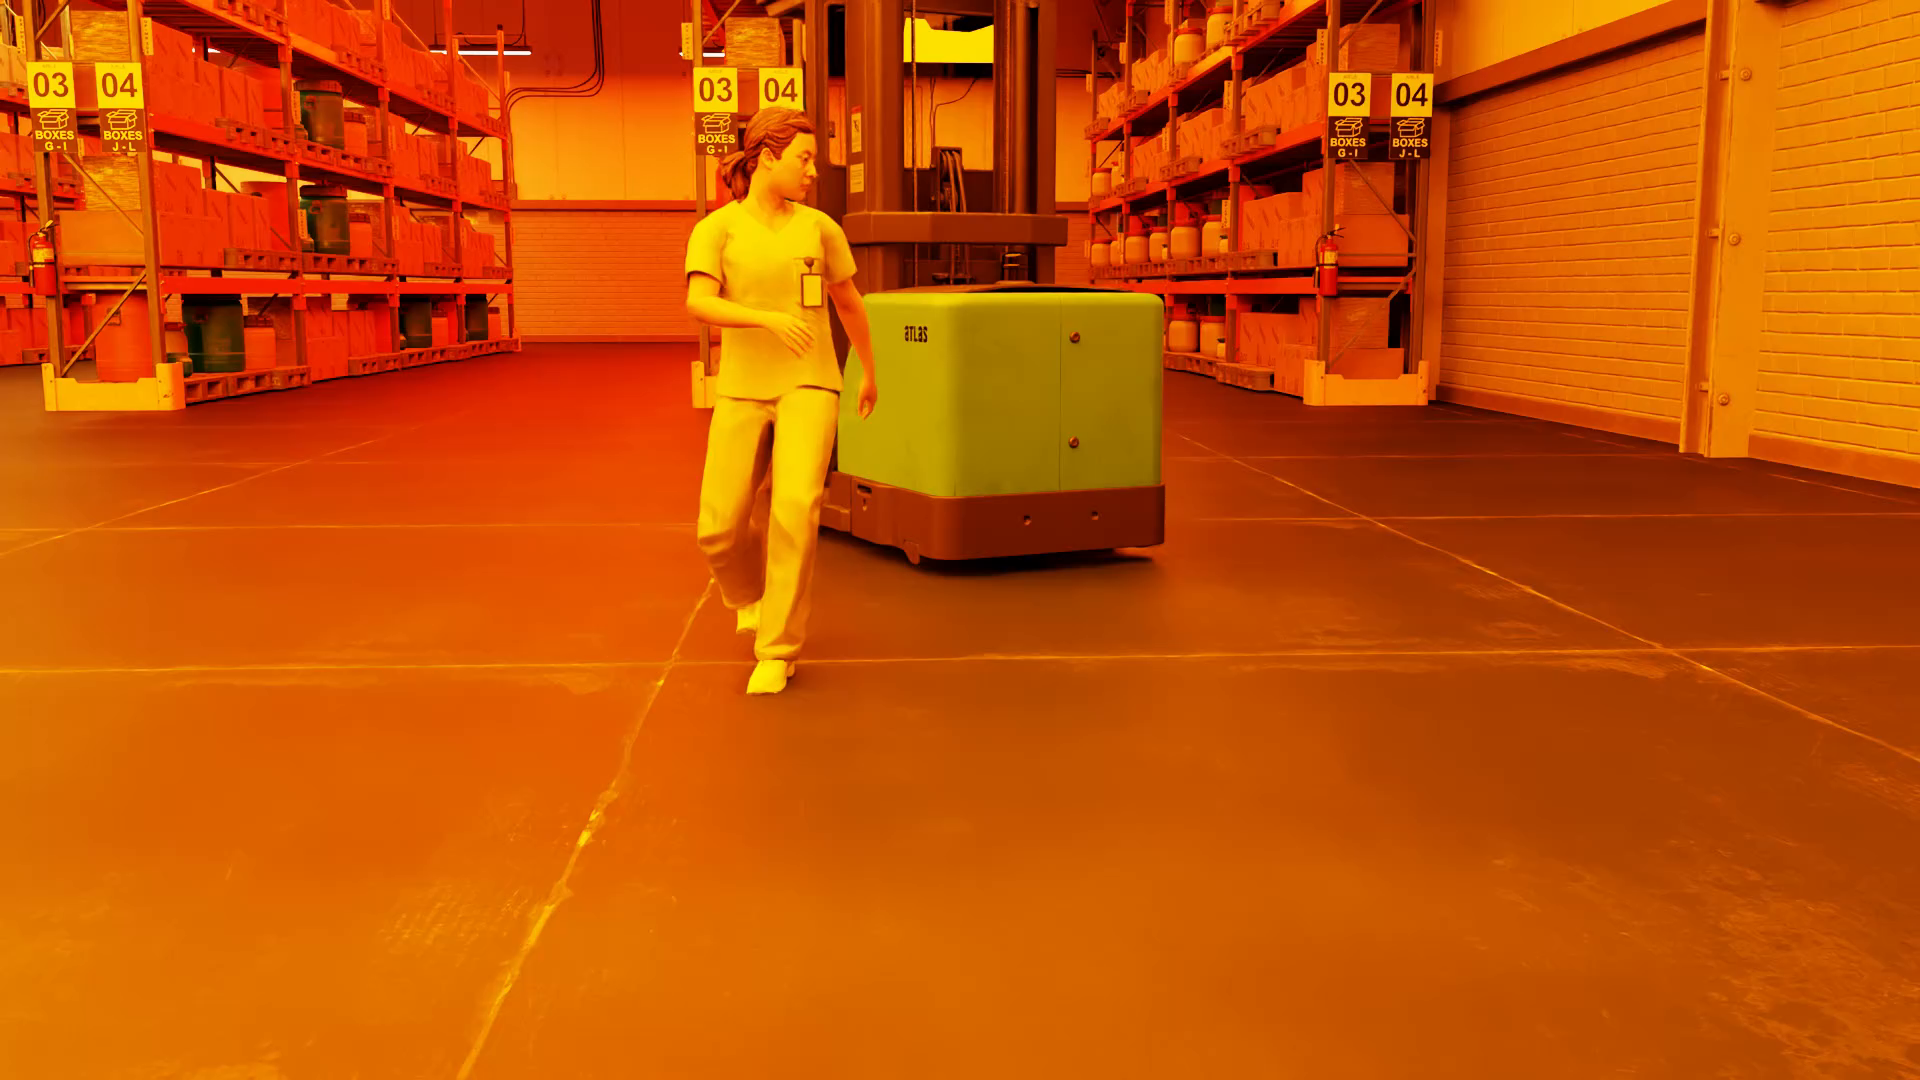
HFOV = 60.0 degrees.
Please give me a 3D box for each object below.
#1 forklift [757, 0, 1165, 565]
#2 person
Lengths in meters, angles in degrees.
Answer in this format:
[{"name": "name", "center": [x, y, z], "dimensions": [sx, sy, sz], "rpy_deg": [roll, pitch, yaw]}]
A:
[{"name": "forklift", "center": [-0.264, -1.530, 7.637], "dimensions": [1.130, 2.935, 3.031], "rpy_deg": [-4, 9, -25]}, {"name": "person", "center": [-0.504, -0.417, 4.724], "dimensions": [0.515, 1.599, 0.731], "rpy_deg": [0, 8, 0]}]
